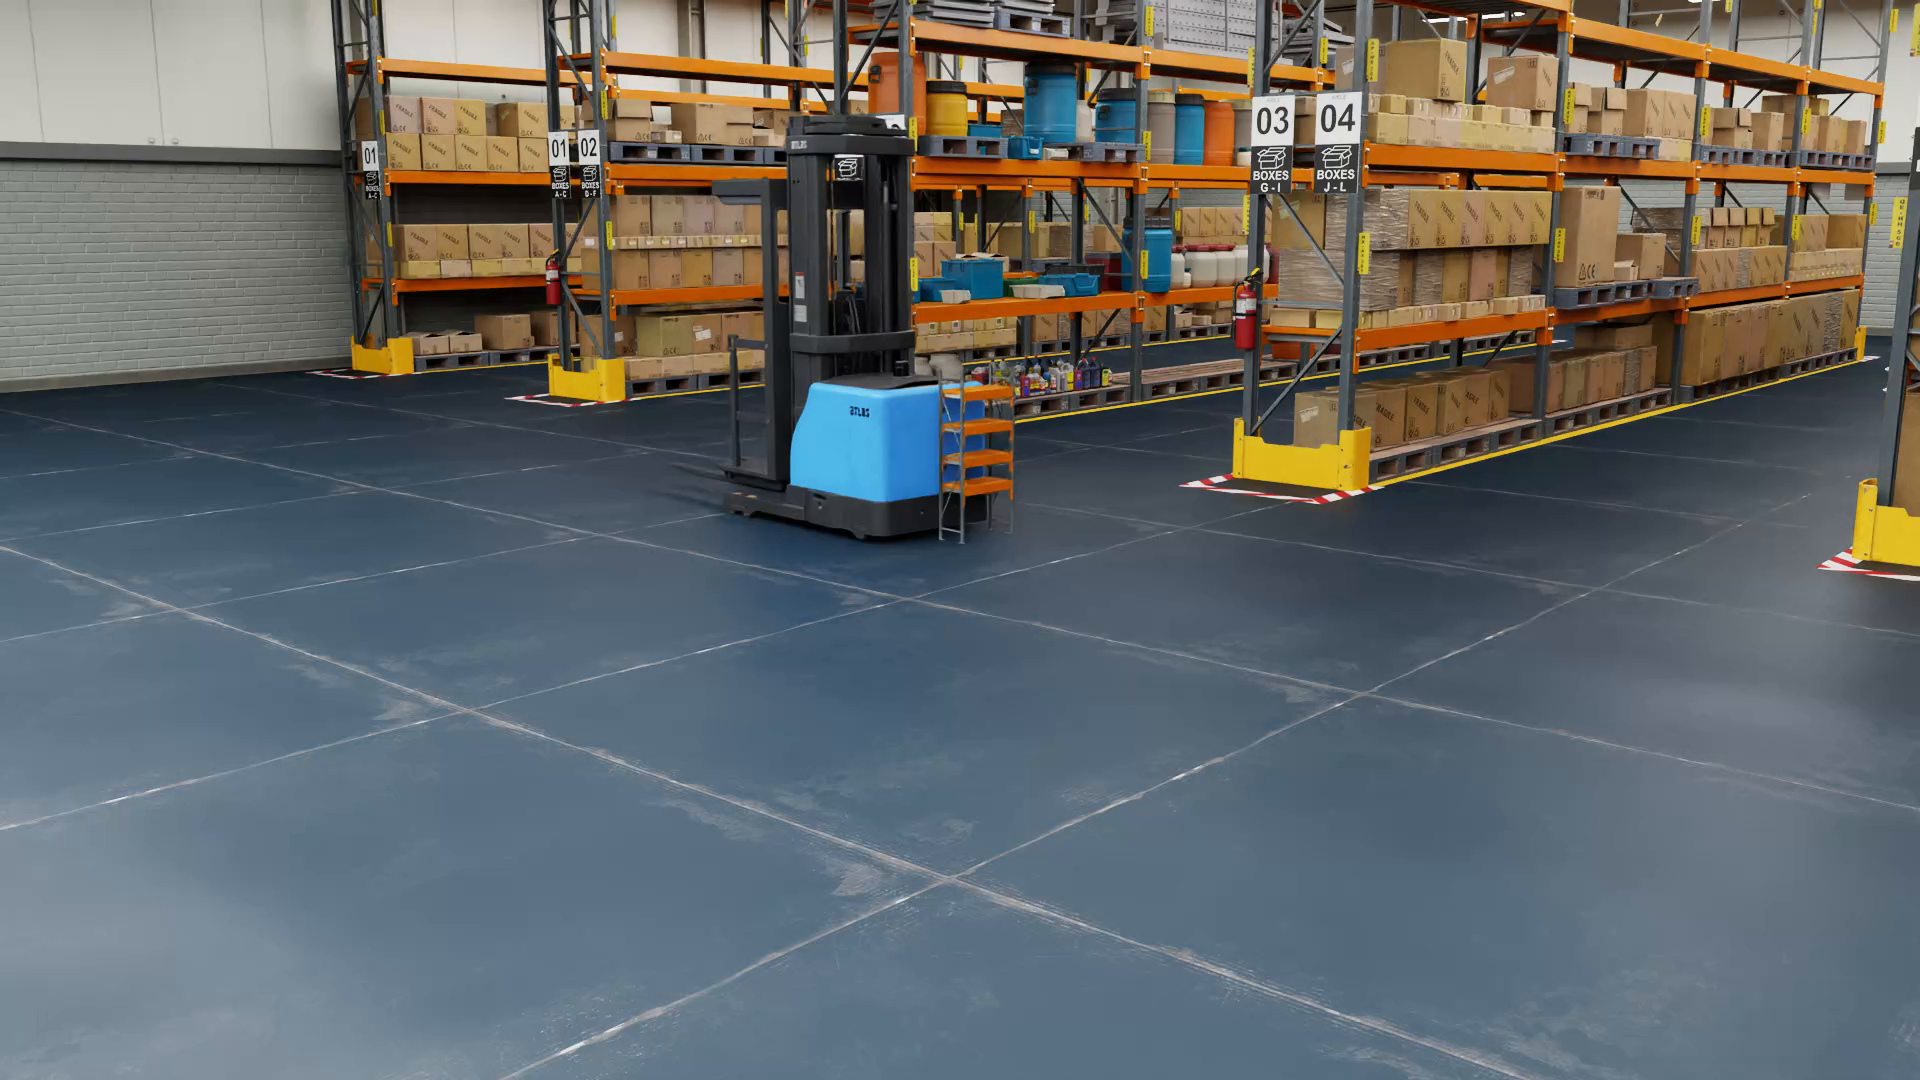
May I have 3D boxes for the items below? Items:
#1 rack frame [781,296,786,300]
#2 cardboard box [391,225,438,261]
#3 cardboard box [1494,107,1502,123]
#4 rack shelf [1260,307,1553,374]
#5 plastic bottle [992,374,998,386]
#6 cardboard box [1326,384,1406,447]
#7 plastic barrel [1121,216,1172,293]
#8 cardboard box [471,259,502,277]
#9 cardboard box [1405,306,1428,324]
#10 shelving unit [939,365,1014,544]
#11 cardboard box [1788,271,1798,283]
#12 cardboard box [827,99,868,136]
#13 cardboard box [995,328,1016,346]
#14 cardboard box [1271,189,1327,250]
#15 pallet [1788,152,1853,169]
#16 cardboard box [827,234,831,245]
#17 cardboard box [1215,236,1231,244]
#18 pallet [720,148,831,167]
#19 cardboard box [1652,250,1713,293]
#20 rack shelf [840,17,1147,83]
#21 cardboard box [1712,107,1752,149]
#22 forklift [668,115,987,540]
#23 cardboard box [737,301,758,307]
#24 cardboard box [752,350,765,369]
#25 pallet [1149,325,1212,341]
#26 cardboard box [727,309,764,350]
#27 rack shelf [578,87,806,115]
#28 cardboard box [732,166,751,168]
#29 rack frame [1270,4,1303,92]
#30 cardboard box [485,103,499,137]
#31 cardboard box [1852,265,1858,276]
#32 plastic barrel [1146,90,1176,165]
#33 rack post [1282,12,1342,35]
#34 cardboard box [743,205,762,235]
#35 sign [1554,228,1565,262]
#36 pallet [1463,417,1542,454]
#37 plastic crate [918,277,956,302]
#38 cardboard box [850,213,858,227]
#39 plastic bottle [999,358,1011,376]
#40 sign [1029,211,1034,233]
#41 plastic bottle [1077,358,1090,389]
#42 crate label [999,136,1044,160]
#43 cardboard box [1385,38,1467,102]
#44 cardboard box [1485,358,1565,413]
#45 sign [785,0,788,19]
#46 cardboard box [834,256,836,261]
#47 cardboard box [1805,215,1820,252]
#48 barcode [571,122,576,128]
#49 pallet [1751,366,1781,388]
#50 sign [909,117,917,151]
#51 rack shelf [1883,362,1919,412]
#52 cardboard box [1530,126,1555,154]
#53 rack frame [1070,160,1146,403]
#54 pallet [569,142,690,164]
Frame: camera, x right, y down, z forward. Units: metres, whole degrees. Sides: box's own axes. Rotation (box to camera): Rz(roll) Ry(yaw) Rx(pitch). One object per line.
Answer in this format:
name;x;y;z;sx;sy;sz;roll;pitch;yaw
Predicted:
rack frame;-3.034;-5.057;29.374;1.000;3.000;0.127;10;15;40
cardboard box;-7.774;-4.216;23.577;0.500;0.500;0.500;10;15;40
cardboard box;4.756;-3.907;15.322;0.380;0.149;0.250;11;15;42
rack shelf;4.167;-1.901;15.405;1.077;0.370;4.000;10;15;40
plastic bottle;0.394;-1.810;19.138;0.097;0.201;0.097;0;11;0
cardboard box;3.641;-1.121;14.977;0.500;0.500;0.500;-7;13;-33
plastic barrel;2.250;-3.451;20.053;0.600;0.901;0.708;10;15;40
cardboard box;-7.082;-4.000;24.410;0.500;0.250;0.500;9;15;39
cardboard box;3.890;-1.991;14.665;0.380;0.149;0.250;10;15;40
shelving unit;0.117;-0.609;11.694;0.503;1.200;0.258;-11;15;-42
cardboard box;11.214;-3.602;22.728;0.380;0.149;0.250;10;15;40
cardboard box;-1.514;-5.886;23.258;0.500;0.500;0.500;10;15;41
cardboard box;0.525;-3.166;25.852;0.500;0.250;0.500;10;15;42
cardboard box;3.025;-2.757;14.290;0.500;0.500;0.500;10;15;40
pallet;12.122;-5.450;23.906;1.003;0.211;1.213;10;15;40
cardboard box;-1.970;-4.128;22.811;0.380;0.149;0.250;10;15;40
cardboard box;4.538;-5.244;30.052;0.500;0.500;0.500;10;15;40
pallet;-2.495;-5.128;22.293;1.003;0.211;1.213;10;15;40
cardboard box;8.653;-3.221;19.926;0.500;0.500;0.500;10;15;42
rack shelf;0.447;-5.287;18.063;1.077;0.370;4.000;10;15;40
cardboard box;9.461;-5.167;20.928;0.797;0.503;0.637;10;15;40
forklift;-1.159;-1.671;12.596;1.130;2.935;3.031;-10;15;-41
cardboard box;-3.898;-3.874;28.707;0.700;0.500;0.500;10;15;40
cardboard box;-2.750;-2.442;22.229;0.500;0.250;0.500;10;15;40
pallet;3.784;-3.739;29.895;1.003;0.211;1.213;10;15;40
cardboard box;-2.759;-2.812;22.163;0.500;0.500;0.500;10;15;40
rack shelf;-4.355;-7.156;27.422;1.077;0.370;4.000;10;15;40
cardboard box;-3.960;-6.410;28.173;0.637;0.503;0.797;-10;15;-40
rack frame;5.970;-8.536;31.475;1.000;3.000;0.127;10;15;40
cardboard box;-7.195;-6.222;24.687;0.500;0.500;0.500;10;15;40
cardboard box;13.251;-4.056;25.004;0.380;0.149;0.250;10;15;41
plastic barrel;2.372;-5.104;20.668;0.600;0.901;0.600;0;11;0
rack post;4.848;-7.099;22.960;0.624;0.289;0.986;10;15;40
cardboard box;-2.903;-4.300;22.014;0.700;0.500;0.500;10;15;40
sign;5.900;-2.903;16.377;0.100;0.325;0.005;10;15;40
pallet;5.071;-1.077;16.563;1.003;0.211;1.213;10;15;40
plastic crate;-0.335;-2.734;18.119;0.499;0.251;0.408;10;15;40
cardboard box;-2.187;-5.742;29.823;0.500;0.250;0.500;9;15;40
plastic bottle;0.517;-1.949;19.452;0.144;0.351;0.185;10;15;40
sign;1.108;-4.914;25.699;0.100;0.325;0.005;10;15;40
plastic bottle;1.432;-1.944;19.428;0.144;0.351;0.185;9;14;38
crate label;0.610;-4.230;17.953;0.502;0.251;0.408;10;15;40
cardboard box;4.030;-4.054;14.398;0.500;0.500;0.500;10;15;40
cardboard box;5.909;-1.625;17.448;0.700;0.500;0.500;8;14;36
sign;-2.367;-7.336;22.879;0.100;0.325;0.005;10;15;40
cardboard box;-2.231;-5.027;29.810;0.380;0.149;0.250;10;15;42
cardboard box;11.608;-4.274;23.158;0.500;0.500;0.500;10;15;40
barcode;-4.755;-5.103;20.461;0.001;0.075;0.075;10;15;40
pallet;10.316;-2.234;22.357;1.003;0.211;1.213;10;15;40
sign;-0.463;-4.003;16.414;0.100;0.325;0.005;10;15;40
rack shelf;7.827;-1.244;12.120;1.077;0.370;4.000;10;15;40
cardboard box;5.383;-3.844;16.024;0.500;0.250;0.500;11;15;42
rack frame;1.767;-3.188;20.014;1.000;3.000;0.127;10;15;40
pallet;-4.105;-4.769;20.496;1.003;0.211;1.213;10;15;40
